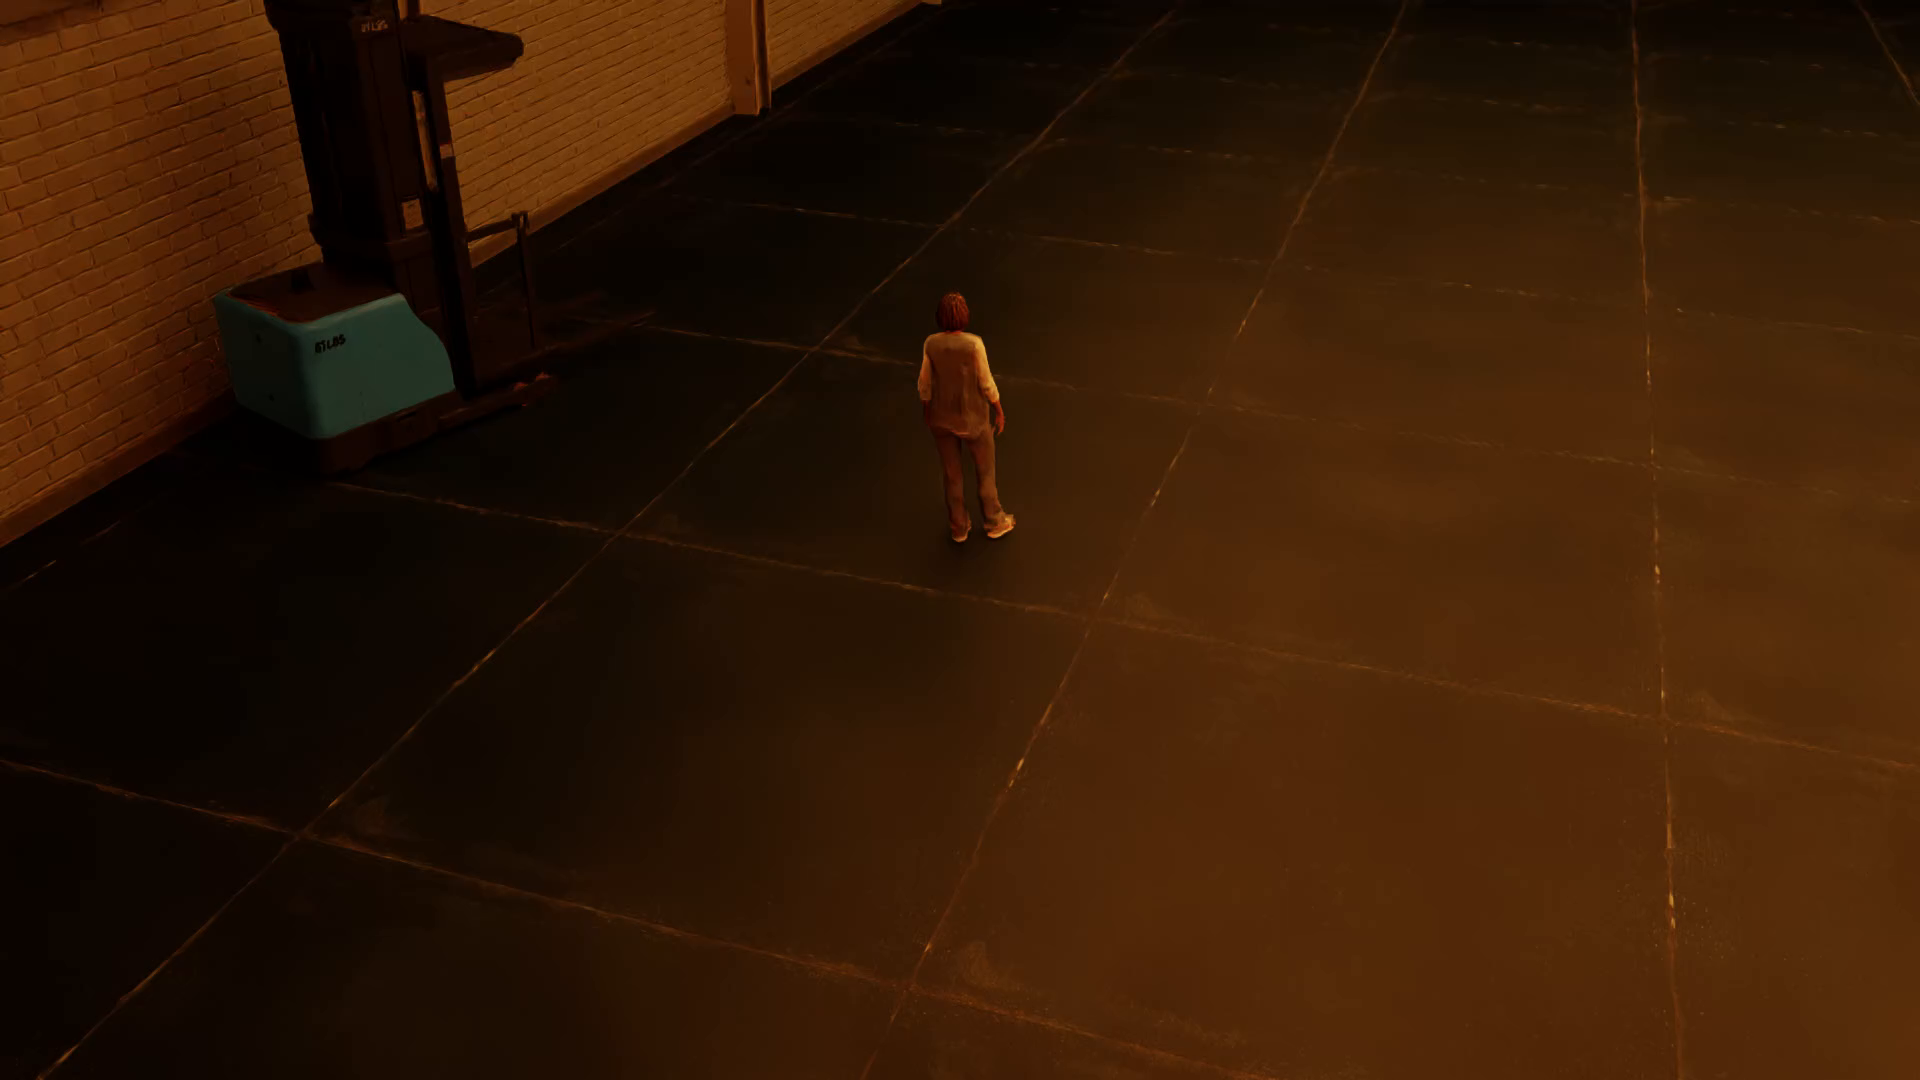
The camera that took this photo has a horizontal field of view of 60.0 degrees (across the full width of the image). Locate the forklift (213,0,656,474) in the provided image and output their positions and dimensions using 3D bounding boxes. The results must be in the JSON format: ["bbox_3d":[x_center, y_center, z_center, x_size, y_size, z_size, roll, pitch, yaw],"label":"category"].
[{"bbox_3d":[-3.532,-2.359,11.276,1.130,2.935,3.031,22,36,33],"label":"forklift"}]

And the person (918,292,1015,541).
[{"bbox_3d":[0.037,-0.732,9.754,0.521,1.597,0.474,10,31,16],"label":"person"}]
